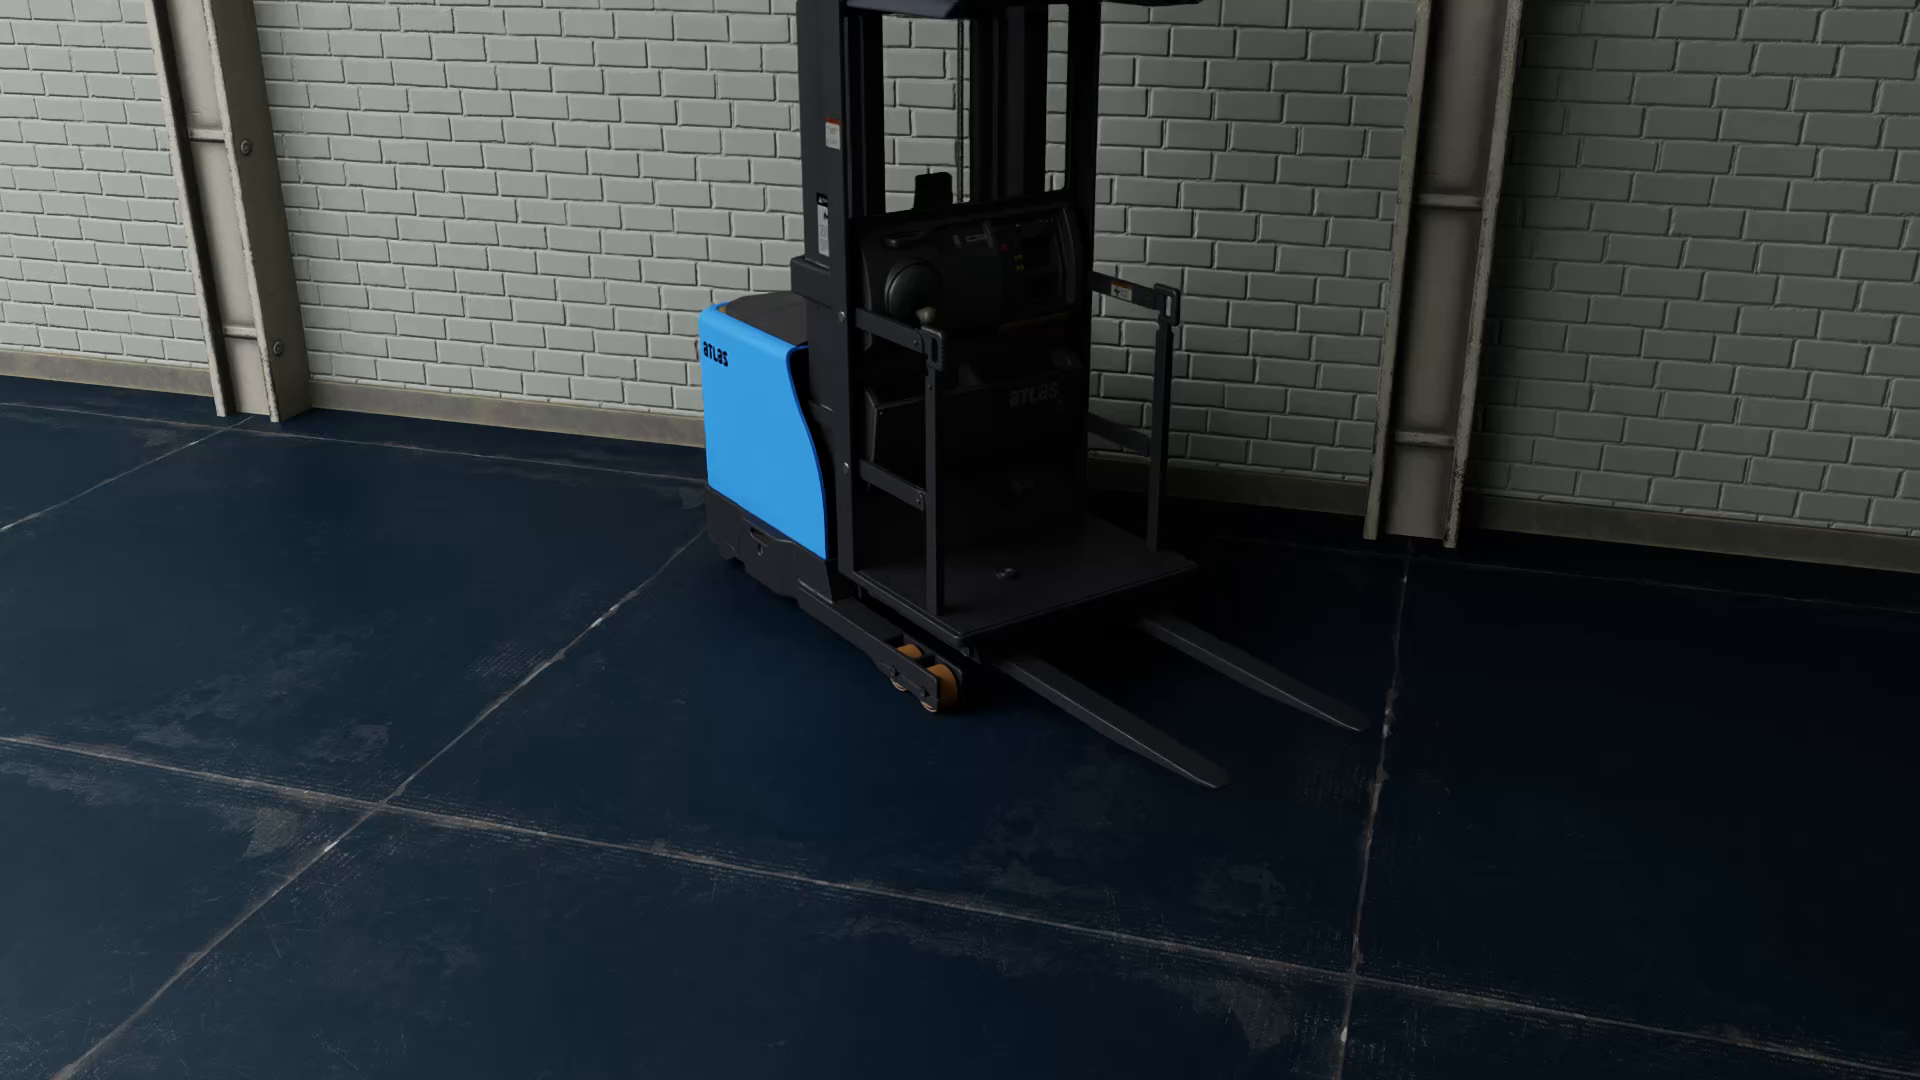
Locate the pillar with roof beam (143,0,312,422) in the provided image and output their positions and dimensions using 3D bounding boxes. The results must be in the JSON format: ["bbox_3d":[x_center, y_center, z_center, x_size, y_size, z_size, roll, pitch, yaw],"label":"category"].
[{"bbox_3d":[-4.986,-3.299,3.454,0.400,9.000,9.100,7,23,16],"label":"pillar with roof beam"}]

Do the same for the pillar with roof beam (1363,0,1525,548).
[{"bbox_3d":[0.758,-2.641,1.850,0.400,9.000,9.100,7,23,16],"label":"pillar with roof beam"}]

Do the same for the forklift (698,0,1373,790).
[{"bbox_3d":[0.171,-0.962,5.753,1.130,2.935,3.031,-15,27,-32],"label":"forklift"}]
